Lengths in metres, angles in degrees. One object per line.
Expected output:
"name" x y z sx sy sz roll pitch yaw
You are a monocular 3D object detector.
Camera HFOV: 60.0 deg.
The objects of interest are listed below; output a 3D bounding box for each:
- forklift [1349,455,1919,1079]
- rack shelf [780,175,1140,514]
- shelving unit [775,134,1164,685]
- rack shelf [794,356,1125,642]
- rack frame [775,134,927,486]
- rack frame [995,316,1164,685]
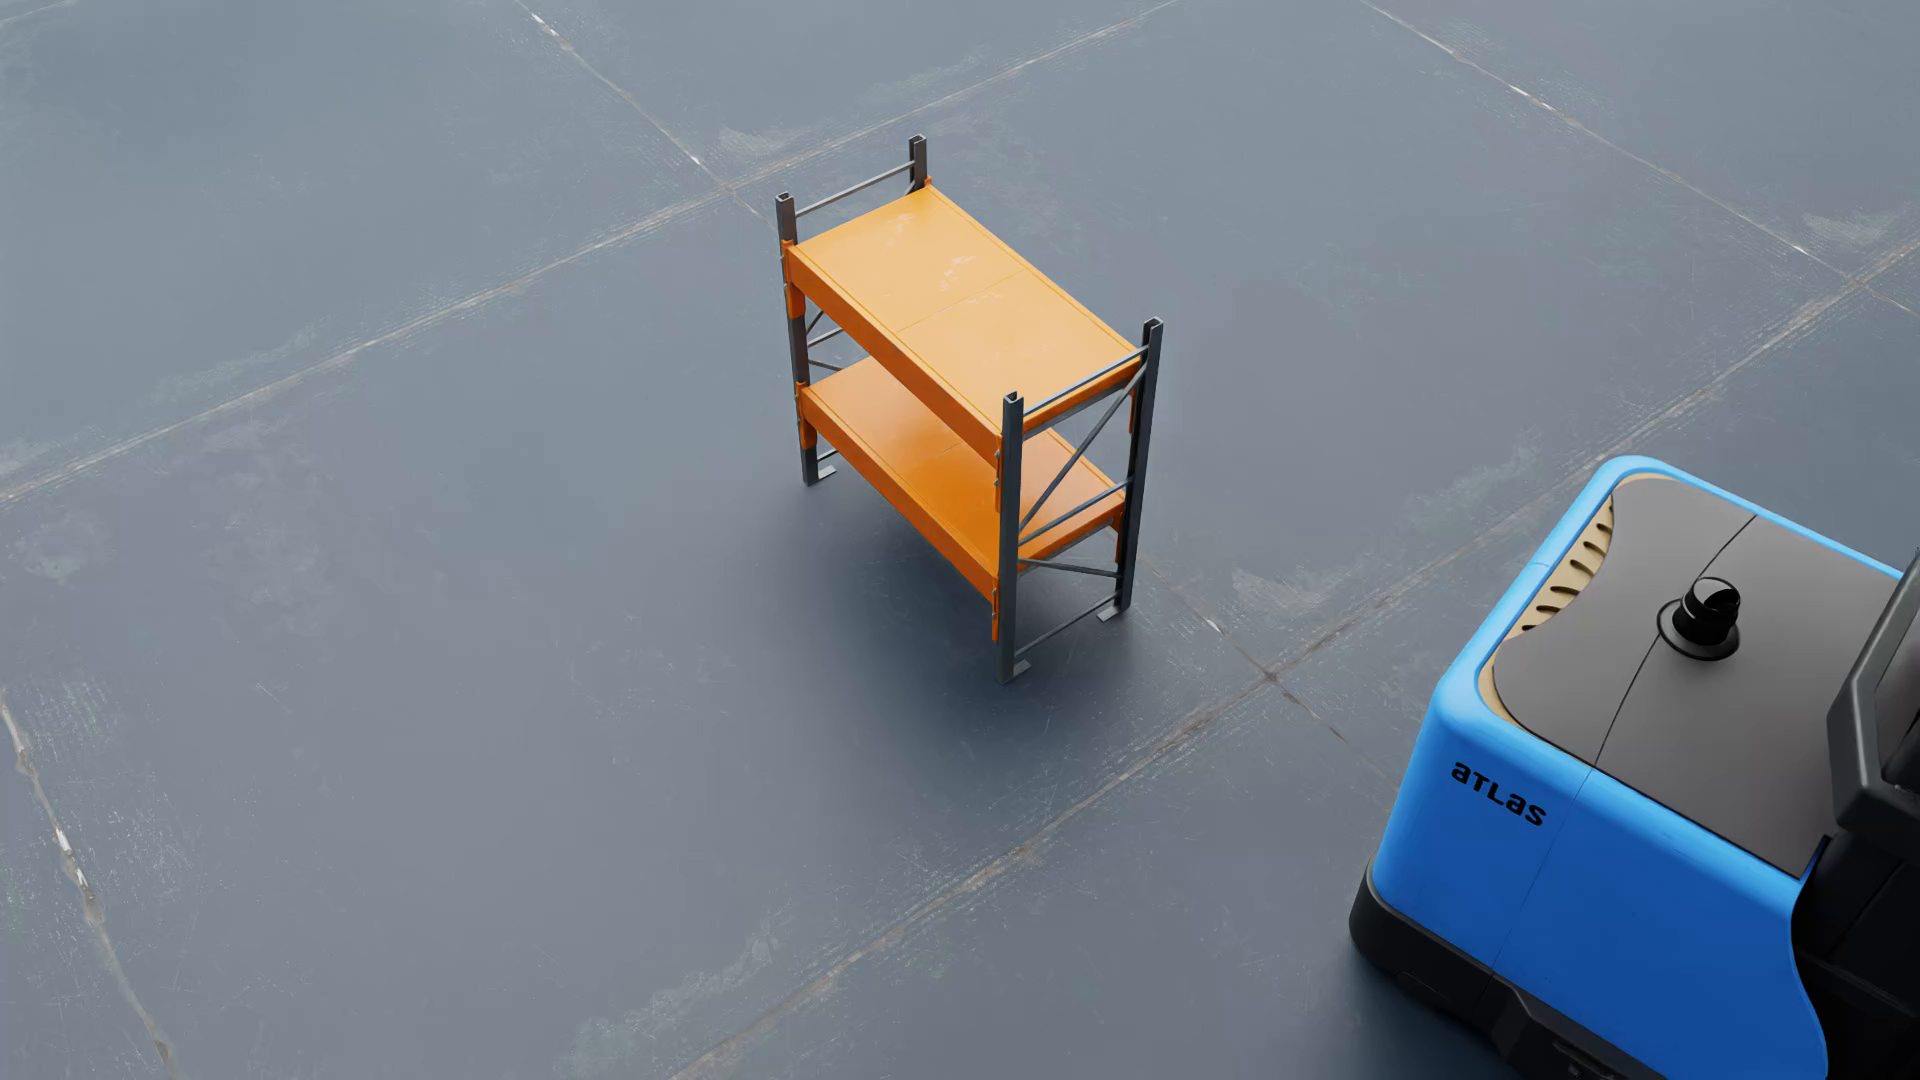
"forklift" 2.464 0.466 2.849 3.031 2.935 1.130 30 55 25
"rack shelf" 0.004 -0.570 4.613 0.538 0.278 1.000 -29 54 -24
"shelving unit" 0.004 -0.374 4.830 0.538 1.125 1.048 -29 54 -24
"rack shelf" 0.004 -0.210 5.011 0.538 0.278 1.000 -29 54 -24
"rack frame" -0.304 -0.674 5.101 0.500 1.125 0.032 -29 54 -24
"rack frame" 0.312 -0.074 4.558 0.500 1.125 0.032 -29 54 -24
